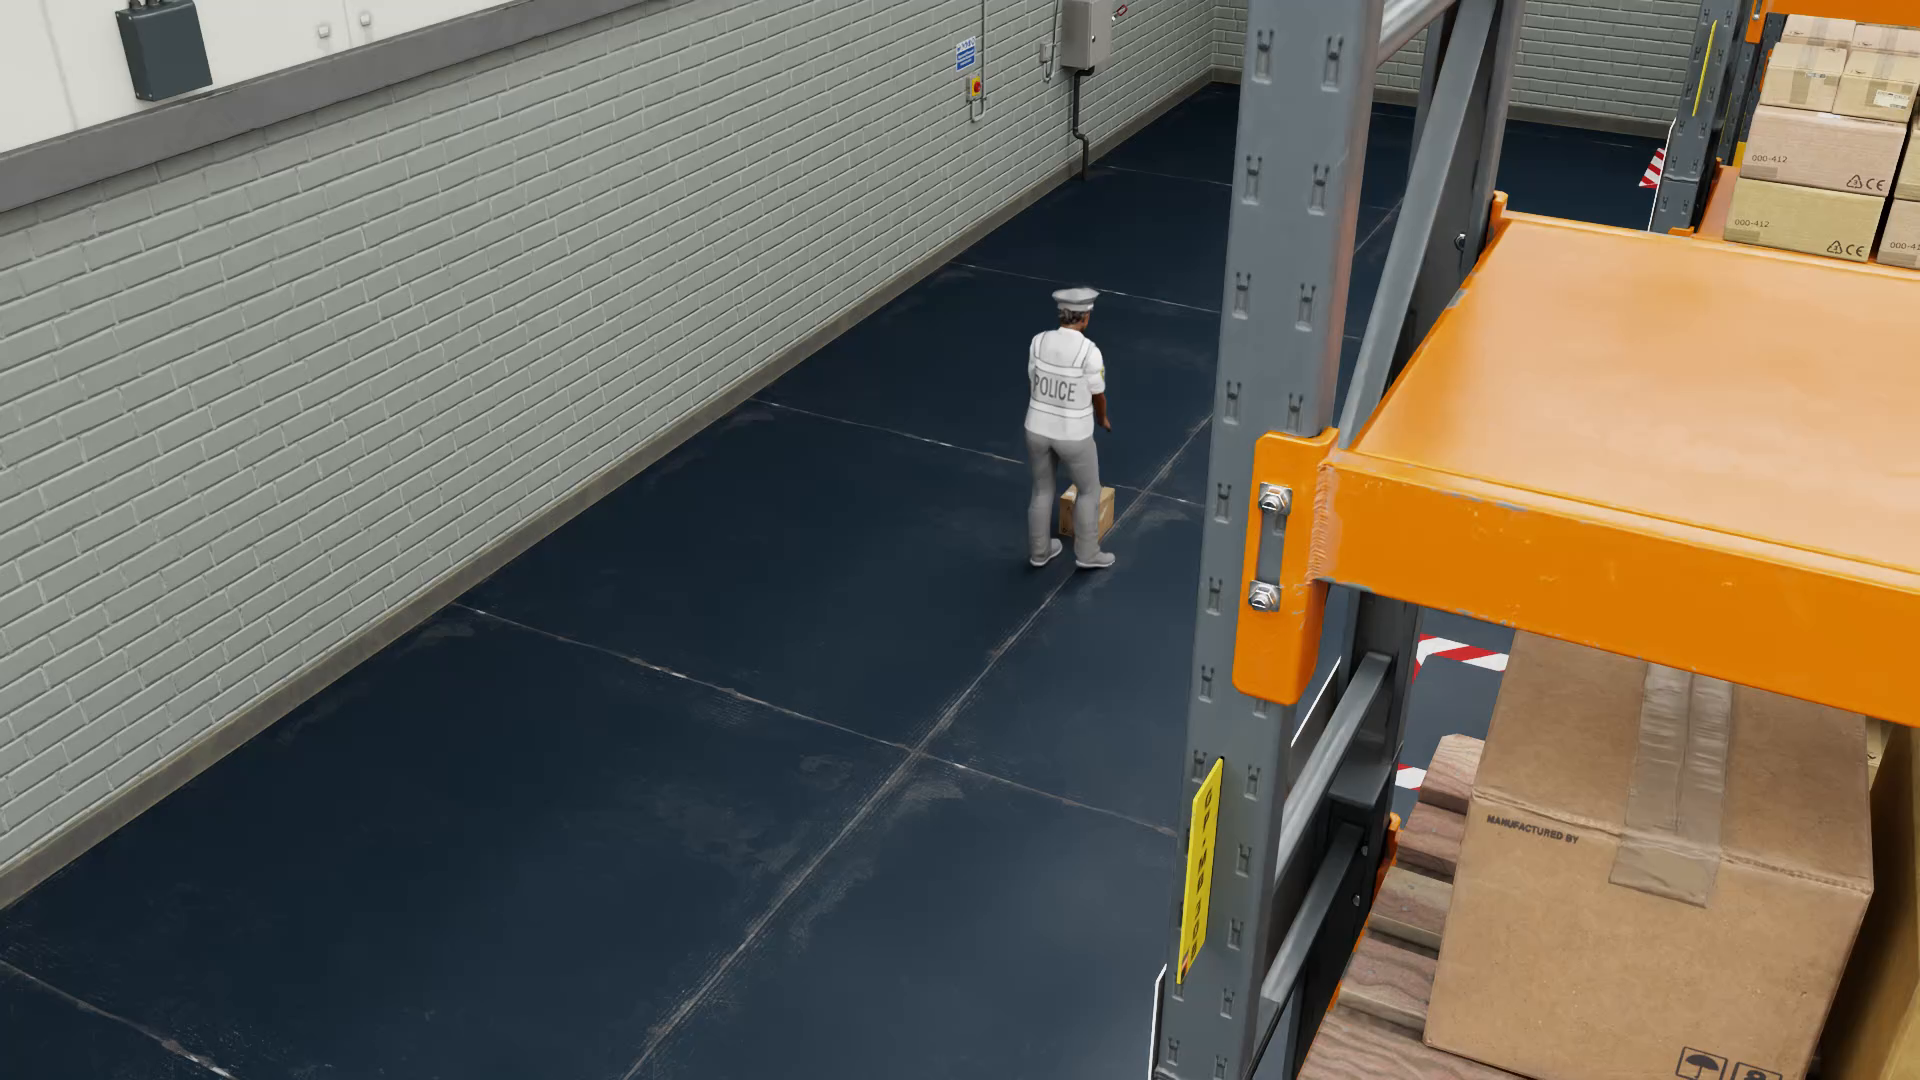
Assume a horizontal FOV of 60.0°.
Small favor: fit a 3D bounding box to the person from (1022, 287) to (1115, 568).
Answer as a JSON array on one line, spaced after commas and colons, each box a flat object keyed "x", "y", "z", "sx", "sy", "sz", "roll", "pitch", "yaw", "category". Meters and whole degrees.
[{"x": 0.620, "y": -0.586, "z": 9.304, "sx": 0.512, "sy": 1.681, "sz": 0.493, "roll": 15, "pitch": 33, "yaw": 23, "category": "person"}]
